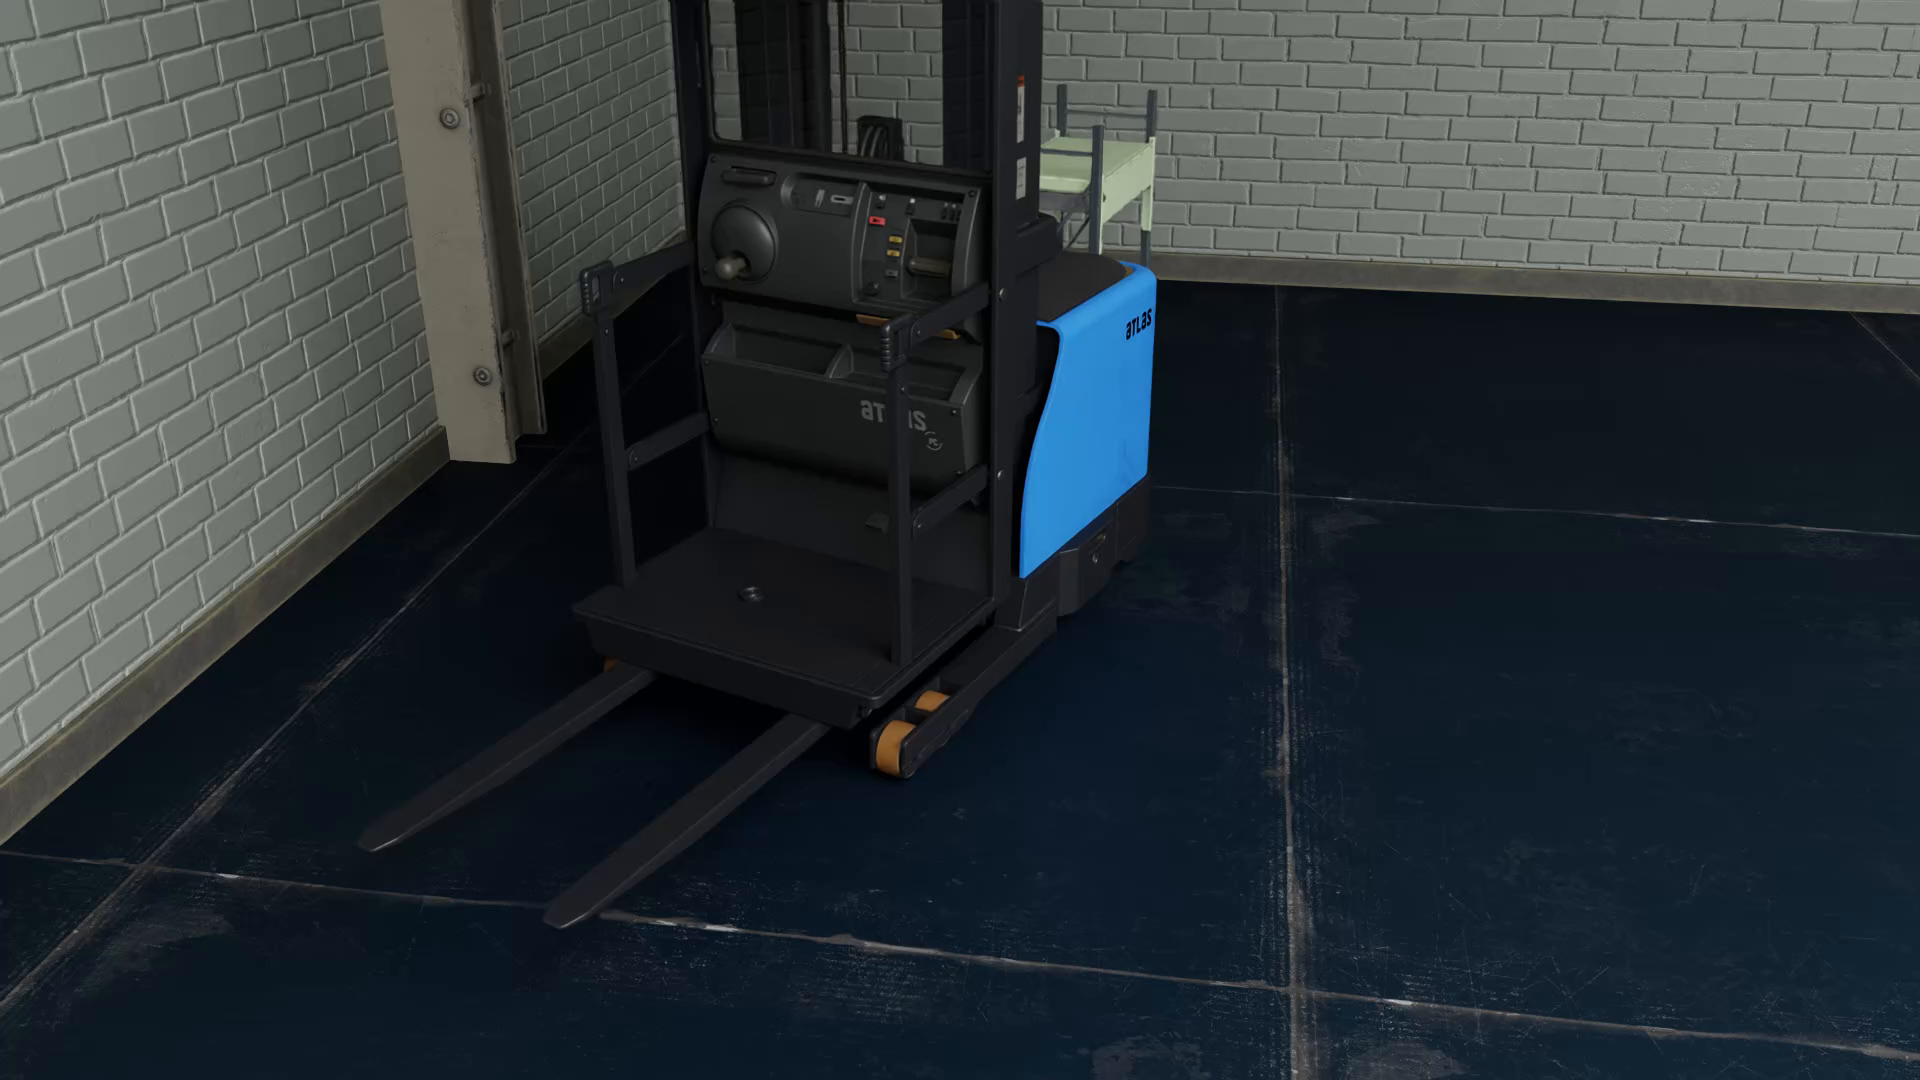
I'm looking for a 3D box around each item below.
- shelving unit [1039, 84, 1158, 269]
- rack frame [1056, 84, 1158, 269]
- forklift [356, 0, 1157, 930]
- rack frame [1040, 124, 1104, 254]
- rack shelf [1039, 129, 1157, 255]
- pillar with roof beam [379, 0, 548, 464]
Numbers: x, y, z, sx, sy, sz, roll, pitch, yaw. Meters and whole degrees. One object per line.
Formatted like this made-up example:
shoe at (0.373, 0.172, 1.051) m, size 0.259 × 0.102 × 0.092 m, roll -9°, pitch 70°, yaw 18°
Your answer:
shelving unit at (0.444, -0.941, 6.491) m, size 0.431 × 1.500 × 0.755 m, roll 9°, pitch 27°, yaw 19°
rack frame at (0.574, -1.086, 6.800) m, size 0.400 × 1.500 × 0.023 m, roll 9°, pitch 27°, yaw 19°
forklift at (-0.466, -0.862, 4.634) m, size 1.130 × 2.935 × 3.031 m, roll 13°, pitch 28°, yaw 26°
rack frame at (0.313, -0.796, 6.181) m, size 0.400 × 1.500 × 0.023 m, roll 9°, pitch 27°, yaw 19°
rack shelf at (0.444, -1.294, 6.325) m, size 0.431 × 0.370 × 0.720 m, roll 9°, pitch 27°, yaw 19°
pillar with roof beam at (2.259, -4.189, 4.584) m, size 9.100 × 9.000 × 0.400 m, roll 4°, pitch 25°, yaw 9°
